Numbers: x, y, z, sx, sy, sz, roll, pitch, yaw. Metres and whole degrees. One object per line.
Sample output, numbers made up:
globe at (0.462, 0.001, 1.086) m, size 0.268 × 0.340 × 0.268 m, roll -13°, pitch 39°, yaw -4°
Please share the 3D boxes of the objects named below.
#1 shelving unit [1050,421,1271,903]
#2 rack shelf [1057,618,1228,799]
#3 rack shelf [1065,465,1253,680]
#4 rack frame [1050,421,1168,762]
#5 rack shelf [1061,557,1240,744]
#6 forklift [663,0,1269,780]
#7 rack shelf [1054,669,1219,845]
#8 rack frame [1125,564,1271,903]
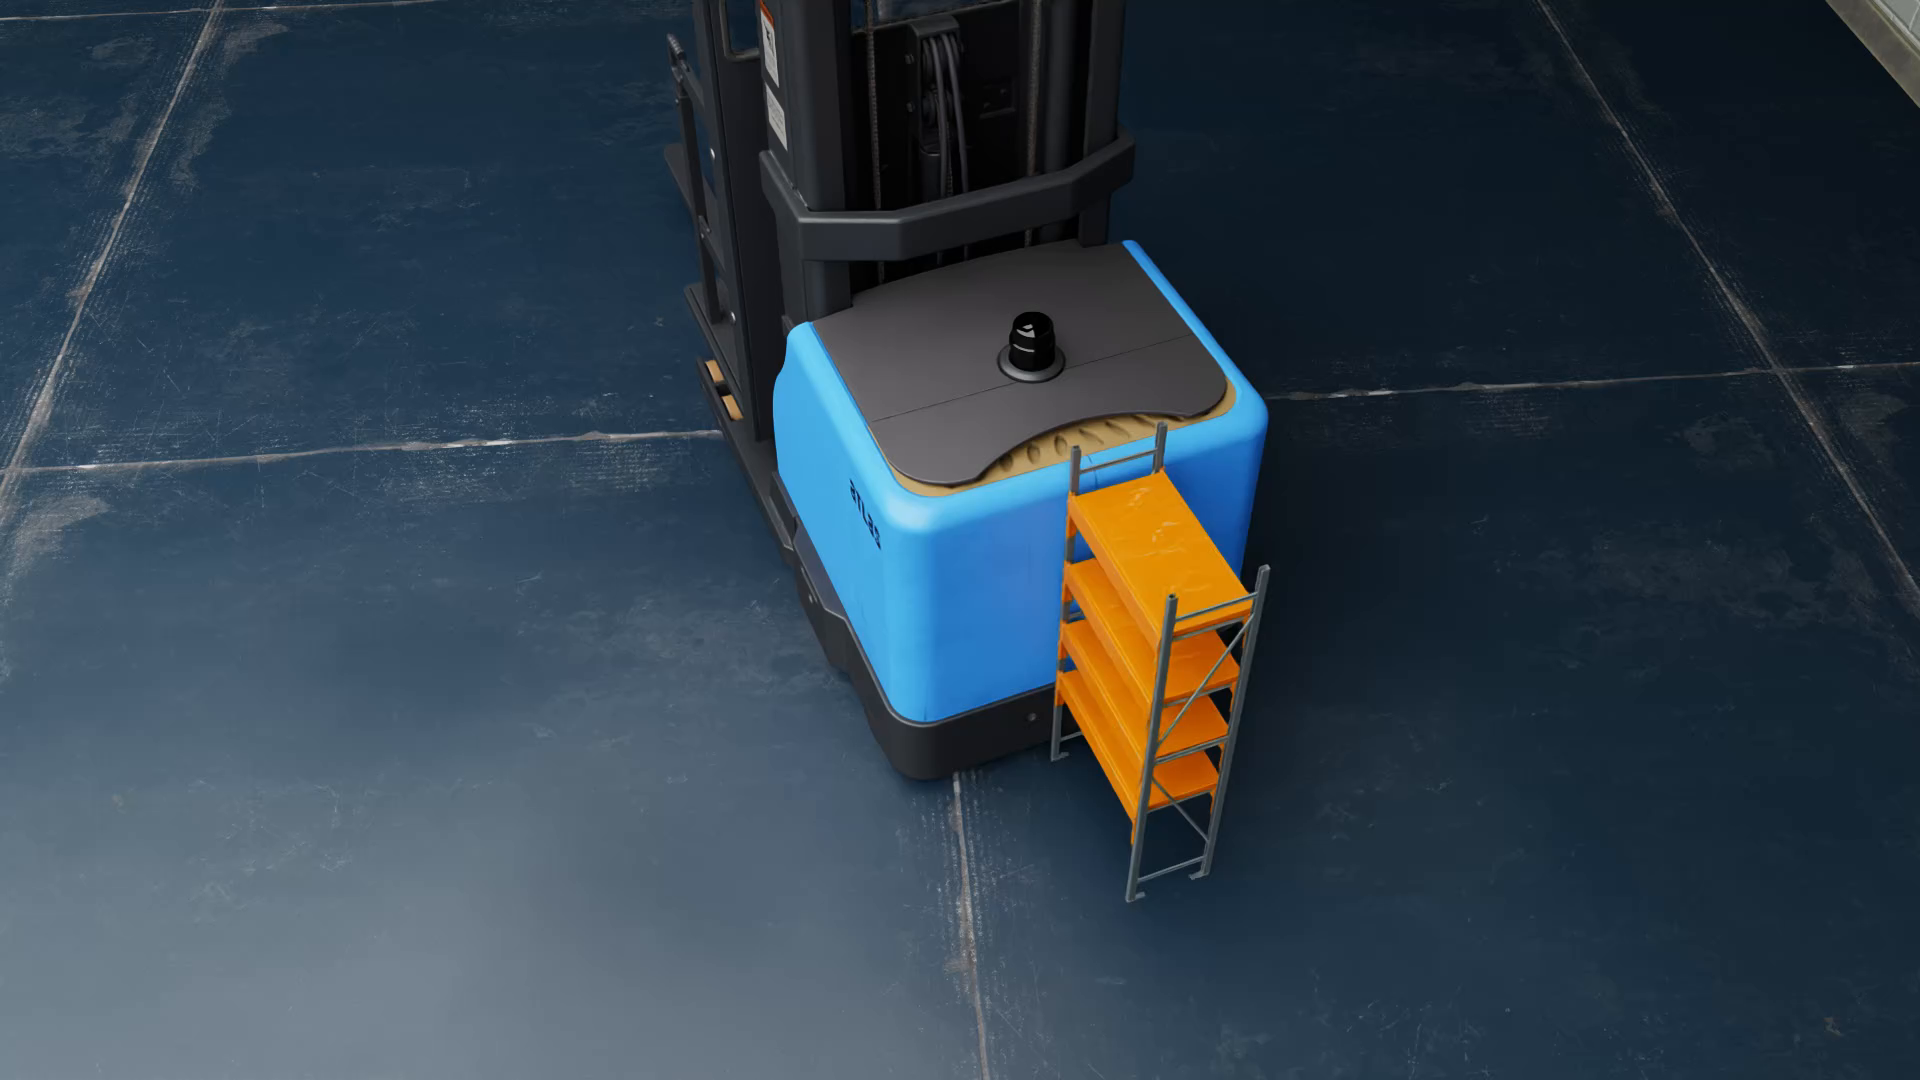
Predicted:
shelving unit at (0.457, 0.337, 4.105) m, size 0.258 × 1.200 × 0.503 m, roll -16°, pitch 49°, yaw -15°
rack shelf at (0.457, 0.383, 4.154) m, size 0.258 × 0.148 × 0.480 m, roll -16°, pitch 49°, yaw -15°
rack shelf at (0.457, 0.066, 3.819) m, size 0.258 × 0.148 × 0.480 m, roll -16°, pitch 49°, yaw -15°
rack frame at (0.367, 0.172, 4.261) m, size 0.240 × 1.200 × 0.015 m, roll -16°, pitch 49°, yaw -15°
rack shelf at (0.457, 0.229, 3.991) m, size 0.258 × 0.148 × 0.480 m, roll -16°, pitch 49°, yaw -15°
forklift at (-0.247, -1.442, 4.597) m, size 1.130 × 2.935 × 3.031 m, roll -17°, pitch 49°, yaw -15°
rack shelf at (0.457, 0.520, 4.298) m, size 0.258 × 0.148 × 0.480 m, roll -16°, pitch 49°, yaw -15°
rack frame at (0.547, 0.501, 3.949) m, size 0.240 × 1.200 × 0.015 m, roll -16°, pitch 49°, yaw -15°
